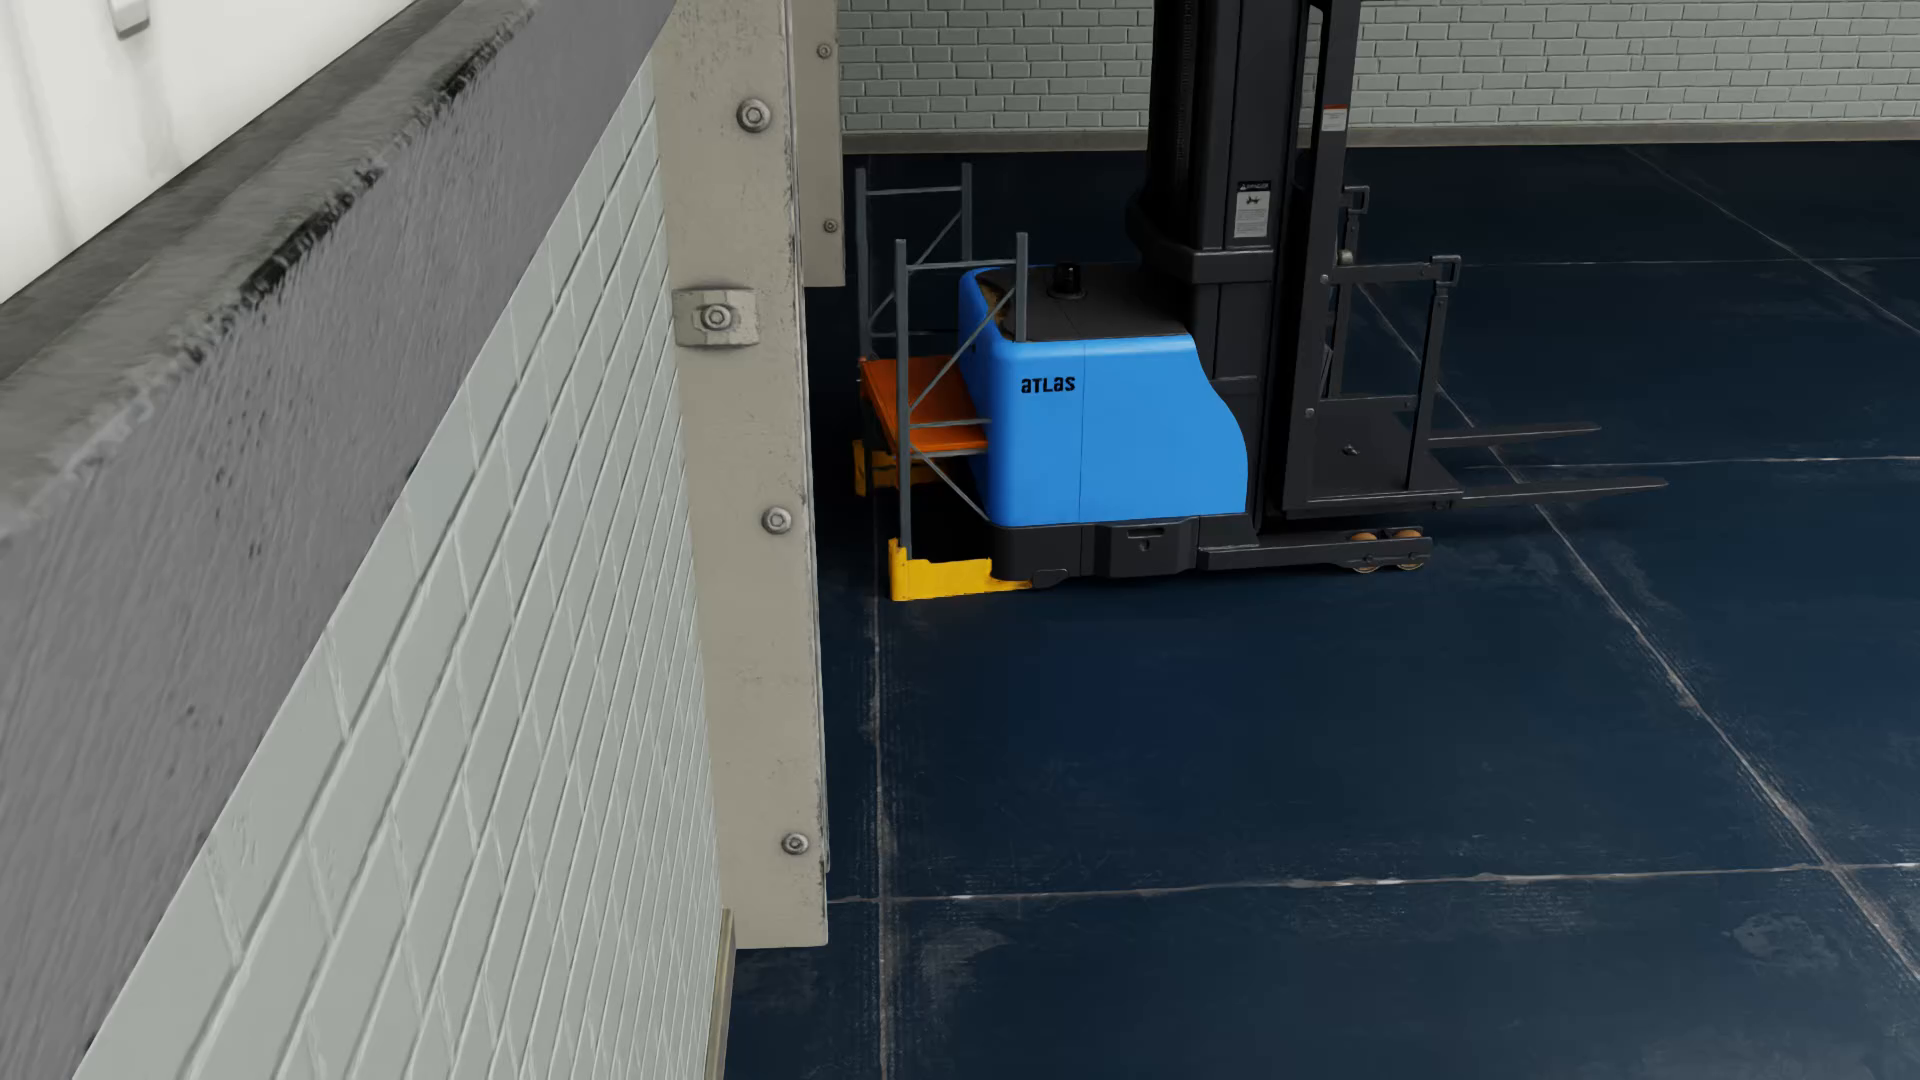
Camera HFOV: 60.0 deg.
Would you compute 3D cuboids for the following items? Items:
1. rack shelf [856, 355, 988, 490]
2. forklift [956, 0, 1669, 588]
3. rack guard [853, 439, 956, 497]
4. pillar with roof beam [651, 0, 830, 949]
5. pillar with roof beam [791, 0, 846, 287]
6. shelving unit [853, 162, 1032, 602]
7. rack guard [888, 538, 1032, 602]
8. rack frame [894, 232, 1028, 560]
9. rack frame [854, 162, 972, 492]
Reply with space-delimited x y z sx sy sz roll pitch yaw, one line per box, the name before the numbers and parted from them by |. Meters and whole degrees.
rack shelf | -0.097 -0.527 7.028 0.538 0.185 1.000 -5 28 -10
forklift | 1.541 -1.400 6.765 3.031 2.935 1.130 -4 28 -7
rack guard | -0.195 -0.354 7.658 0.587 0.250 0.087 -5 28 -10
pillar with roof beam | 3.741 -2.977 3.227 9.100 9.000 0.400 -1 28 -3
pillar with roof beam | 3.428 -5.748 8.540 9.100 9.000 0.400 -1 28 -3
shelving unit | -0.095 -0.683 6.936 0.587 1.500 1.083 -5 28 -10
rack guard | 0.003 0.097 6.793 0.587 0.250 0.087 -5 28 -10
rack frame | 0.004 -0.456 6.503 0.500 1.500 0.032 -5 28 -10
rack frame | -0.199 -0.917 7.386 0.500 1.500 0.032 -5 28 -10
